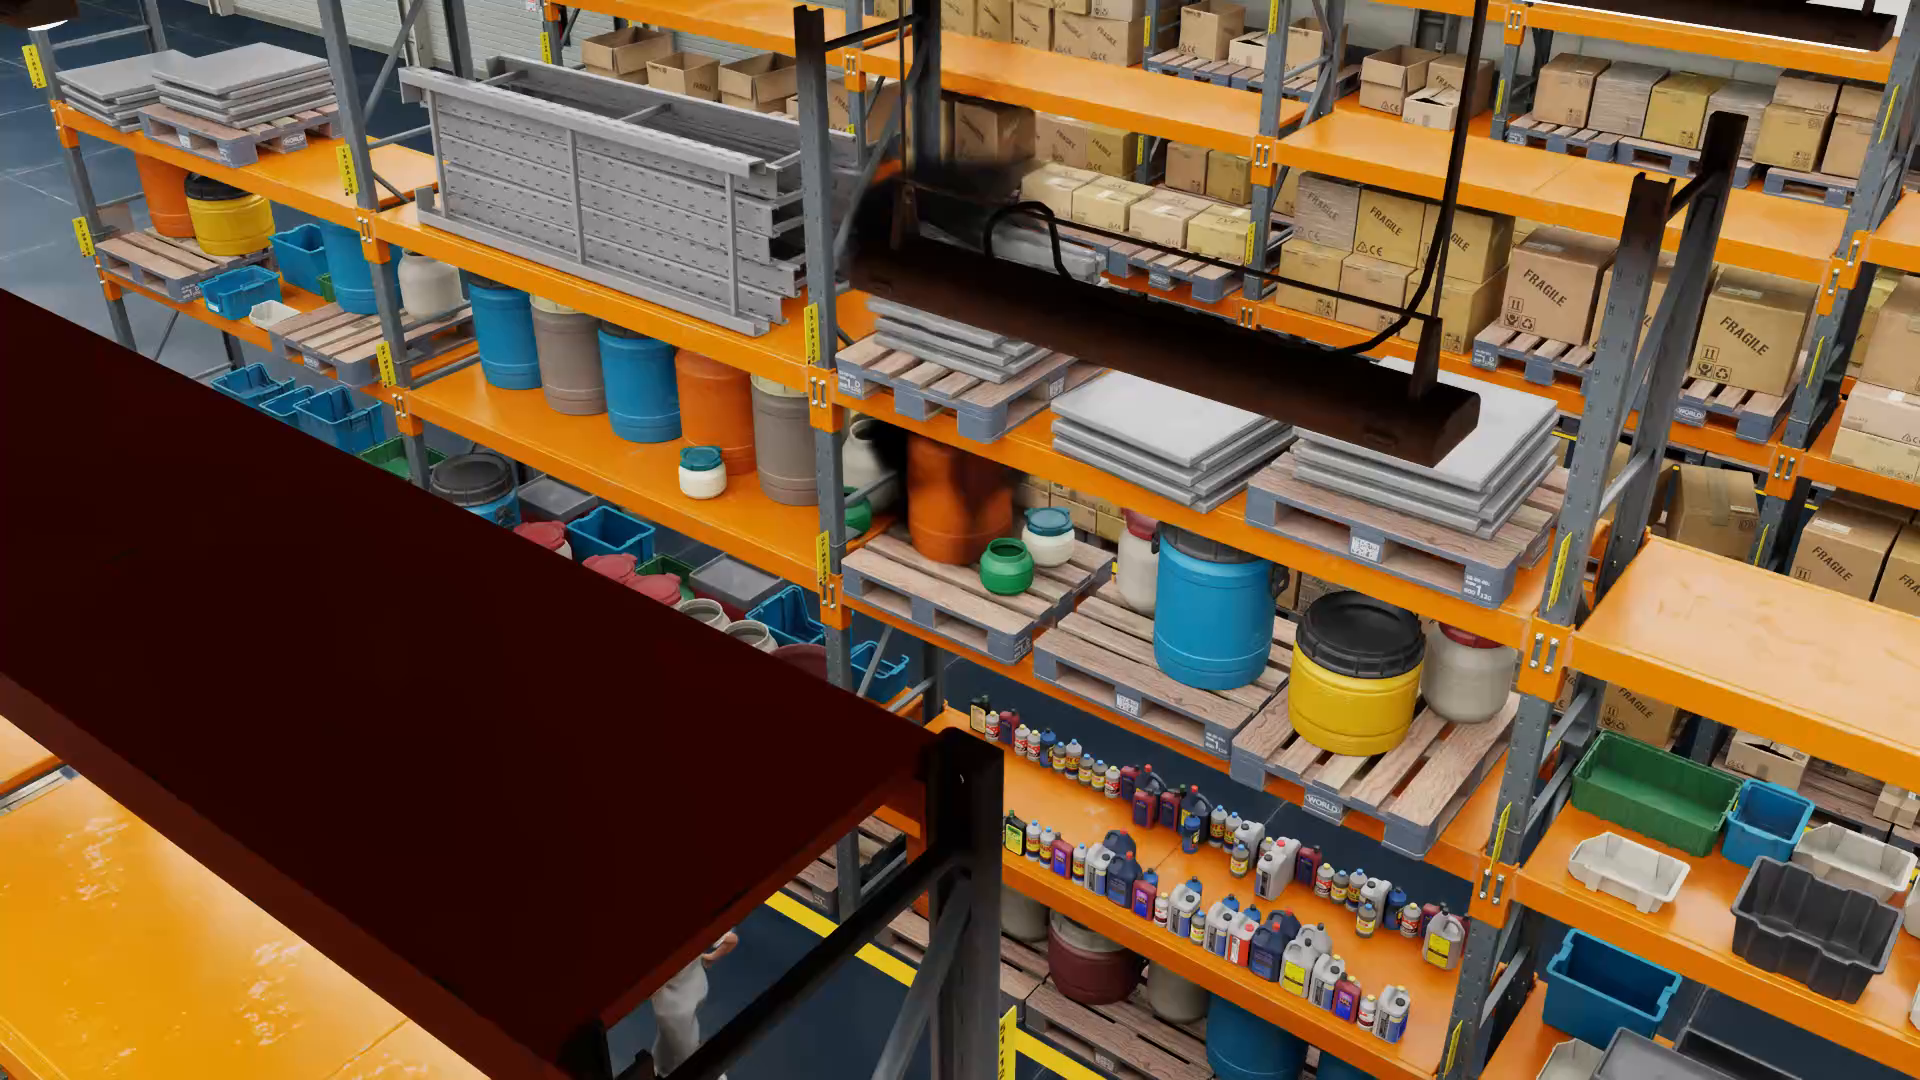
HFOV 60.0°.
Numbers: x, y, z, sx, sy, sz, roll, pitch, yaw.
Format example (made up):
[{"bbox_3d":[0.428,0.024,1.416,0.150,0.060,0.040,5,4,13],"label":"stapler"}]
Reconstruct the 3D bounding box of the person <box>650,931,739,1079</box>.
[{"bbox_3d":[-1.560,2.596,9.378,0.942,1.677,0.556,15,34,23],"label":"person"}]

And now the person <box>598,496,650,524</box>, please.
[{"bbox_3d":[-2.762,-0.349,14.180,0.597,1.737,0.648,18,36,27],"label":"person"}]
